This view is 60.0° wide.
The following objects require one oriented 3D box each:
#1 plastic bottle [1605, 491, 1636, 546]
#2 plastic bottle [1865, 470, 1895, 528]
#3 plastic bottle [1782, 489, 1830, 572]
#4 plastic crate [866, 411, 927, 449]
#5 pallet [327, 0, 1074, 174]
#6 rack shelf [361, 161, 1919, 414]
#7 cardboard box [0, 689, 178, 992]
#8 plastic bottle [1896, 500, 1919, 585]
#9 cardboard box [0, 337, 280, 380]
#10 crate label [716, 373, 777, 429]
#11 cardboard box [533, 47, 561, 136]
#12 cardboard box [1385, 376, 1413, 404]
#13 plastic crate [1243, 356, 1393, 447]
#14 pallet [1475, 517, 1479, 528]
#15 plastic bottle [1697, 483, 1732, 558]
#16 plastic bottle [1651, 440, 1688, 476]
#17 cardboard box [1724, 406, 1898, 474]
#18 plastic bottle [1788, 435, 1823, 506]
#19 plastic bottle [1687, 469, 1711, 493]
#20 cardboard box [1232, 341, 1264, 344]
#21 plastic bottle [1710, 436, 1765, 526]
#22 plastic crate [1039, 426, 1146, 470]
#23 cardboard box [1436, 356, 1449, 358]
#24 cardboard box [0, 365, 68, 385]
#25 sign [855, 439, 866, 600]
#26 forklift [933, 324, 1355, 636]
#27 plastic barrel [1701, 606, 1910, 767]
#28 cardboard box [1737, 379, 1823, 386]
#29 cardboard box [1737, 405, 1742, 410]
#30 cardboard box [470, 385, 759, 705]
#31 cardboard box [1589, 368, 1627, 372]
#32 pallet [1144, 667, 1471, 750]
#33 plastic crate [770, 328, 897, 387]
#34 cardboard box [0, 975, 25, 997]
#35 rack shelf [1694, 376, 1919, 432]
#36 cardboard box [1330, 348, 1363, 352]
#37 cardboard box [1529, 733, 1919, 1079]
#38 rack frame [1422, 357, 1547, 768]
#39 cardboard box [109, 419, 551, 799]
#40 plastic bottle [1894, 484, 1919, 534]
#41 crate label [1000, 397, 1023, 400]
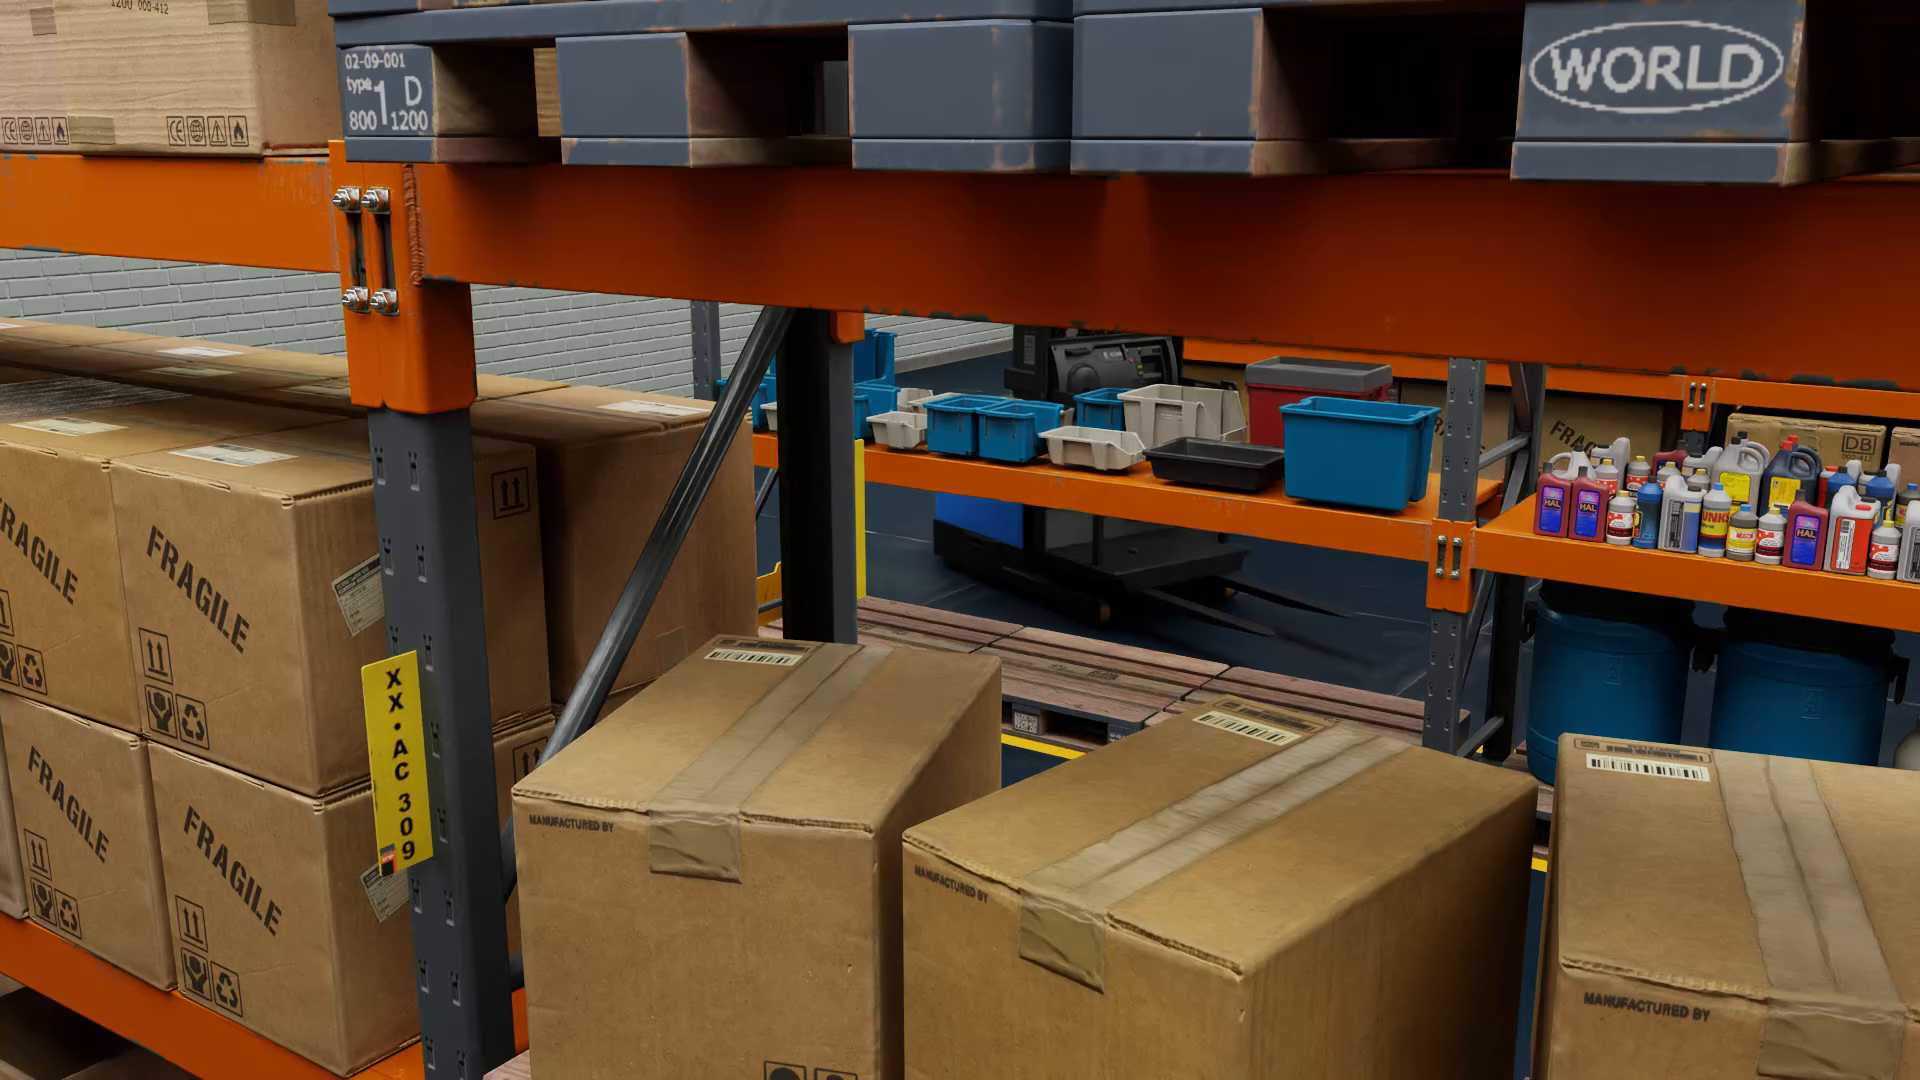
[{"bbox_3d":[2.523,-0.086,6.343,0.097,0.201,0.097,0,14,0],"label":"plastic bottle"},{"bbox_3d":[3.526,-0.134,6.389,0.097,0.271,0.097,0,14,0],"label":"plastic bottle"},{"bbox_3d":[3.043,-0.037,5.972,0.133,0.283,0.061,9,17,33],"label":"plastic bottle"},{"bbox_3d":[-0.275,-0.535,8.166,0.298,0.136,0.250,9,17,33],"label":"plastic crate"},{"bbox_3d":[-0.026,-0.623,2.246,1.003,0.211,1.213,9,17,33],"label":"pallet"},{"bbox_3d":[1.132,-0.198,1.636,4.000,0.370,1.077,9,17,33],"label":"rack shelf"},{"bbox_3d":[-1.514,0.507,3.324,0.500,0.500,0.500,10,17,34],"label":"cardboard box"},{"bbox_3d":[3.372,0.007,5.811,0.135,0.276,0.152,9,17,33],"label":"plastic bottle"},{"bbox_3d":[-2.045,-0.220,4.181,0.500,0.500,0.500,10,17,35],"label":"cardboard box"},{"bbox_3d":[-1.058,-0.732,8.762,0.303,0.233,0.416,9,17,33],"label":"crate label"},{"bbox_3d":[-0.793,-0.857,3.114,0.500,0.250,0.500,9,17,33],"label":"cardboard box"},{"bbox_3d":[3.016,-0.851,12.567,0.875,0.875,0.875,9,17,33],"label":"cardboard box"},{"bbox_3d":[1.639,-0.577,7.652,0.583,0.464,0.402,9,17,33],"label":"plastic crate"},{"bbox_3d":[3.400,-0.262,12.441,1.213,0.211,1.003,9,17,33],"label":"pallet"},{"bbox_3d":[2.796,-0.076,6.156,0.097,0.271,0.097,0,14,0],"label":"plastic bottle"},{"bbox_3d":[2.965,-0.280,6.954,0.133,0.283,0.061,9,17,33],"label":"plastic bottle"},{"bbox_3d":[5.546,-0.425,10.845,0.875,0.875,1.225,9,17,33],"label":"cardboard box"},{"bbox_3d":[3.339,-0.240,6.653,0.185,0.351,0.144,9,17,33],"label":"plastic bottle"},{"bbox_3d":[2.996,-0.186,6.744,0.097,0.201,0.097,0,14,0],"label":"plastic bottle"},{"bbox_3d":[2.222,-1.567,12.434,0.250,0.149,0.380,9,16,31],"label":"cardboard box"},{"bbox_3d":[3.105,-0.236,6.637,0.185,0.351,0.144,9,17,33],"label":"plastic bottle"},{"bbox_3d":[0.627,-0.421,7.707,0.466,0.136,0.293,9,17,33],"label":"plastic crate"},{"bbox_3d":[3.502,-1.360,11.598,0.250,0.149,0.380,9,16,32],"label":"cardboard box"},{"bbox_3d":[-2.353,-0.113,3.749,0.500,0.500,0.500,9,17,32],"label":"cardboard box"},{"bbox_3d":[-0.221,-0.033,3.304,0.005,0.325,0.100,9,17,33],"label":"sign"},{"bbox_3d":[1.064,-1.045,9.947,1.130,2.935,3.031,-9,17,-33],"label":"forklift"},{"bbox_3d":[3.269,0.639,6.491,0.708,0.901,0.600,9,17,33],"label":"plastic barrel"},{"bbox_3d":[5.246,-1.271,10.508,0.500,0.500,0.500,9,17,33],"label":"cardboard box"},{"bbox_3d":[7.186,-1.287,15.219,0.250,0.149,0.380,8,16,30],"label":"cardboard box"},{"bbox_3d":[-0.762,-0.013,3.343,0.500,0.500,0.500,10,17,34],"label":"cardboard box"},{"bbox_3d":[4.354,-1.222,11.042,0.250,0.149,0.380,10,17,34],"label":"cardboard box"},{"bbox_3d":[1.608,0.916,7.684,1.213,0.211,1.003,9,17,33],"label":"pallet"},{"bbox_3d":[-0.697,-0.922,9.106,0.499,0.435,0.616,9,17,33],"label":"plastic crate"},{"bbox_3d":[-2.487,1.382,4.803,0.500,0.250,0.500,9,17,33],"label":"cardboard box"},{"bbox_3d":[6.664,-0.717,9.974,4.000,0.370,1.077,9,17,33],"label":"rack shelf"},{"bbox_3d":[2.864,-1.463,12.015,0.250,0.149,0.380,9,16,32],"label":"cardboard box"},{"bbox_3d":[0.973,0.613,2.024,0.500,0.500,0.700,5,15,19],"label":"cardboard box"},{"bbox_3d":[2.240,-0.347,6.981,0.127,3.000,1.000,9,17,33],"label":"rack frame"},{"bbox_3d":[-1.092,0.090,2.927,0.500,0.500,0.500,9,17,33],"label":"cardboard box"},{"bbox_3d":[3.692,-0.117,6.467,0.097,0.201,0.097,0,14,0],"label":"plastic bottle"},{"bbox_3d":[0.176,-0.637,8.577,0.243,0.136,0.396,9,17,33],"label":"crate label"}]
